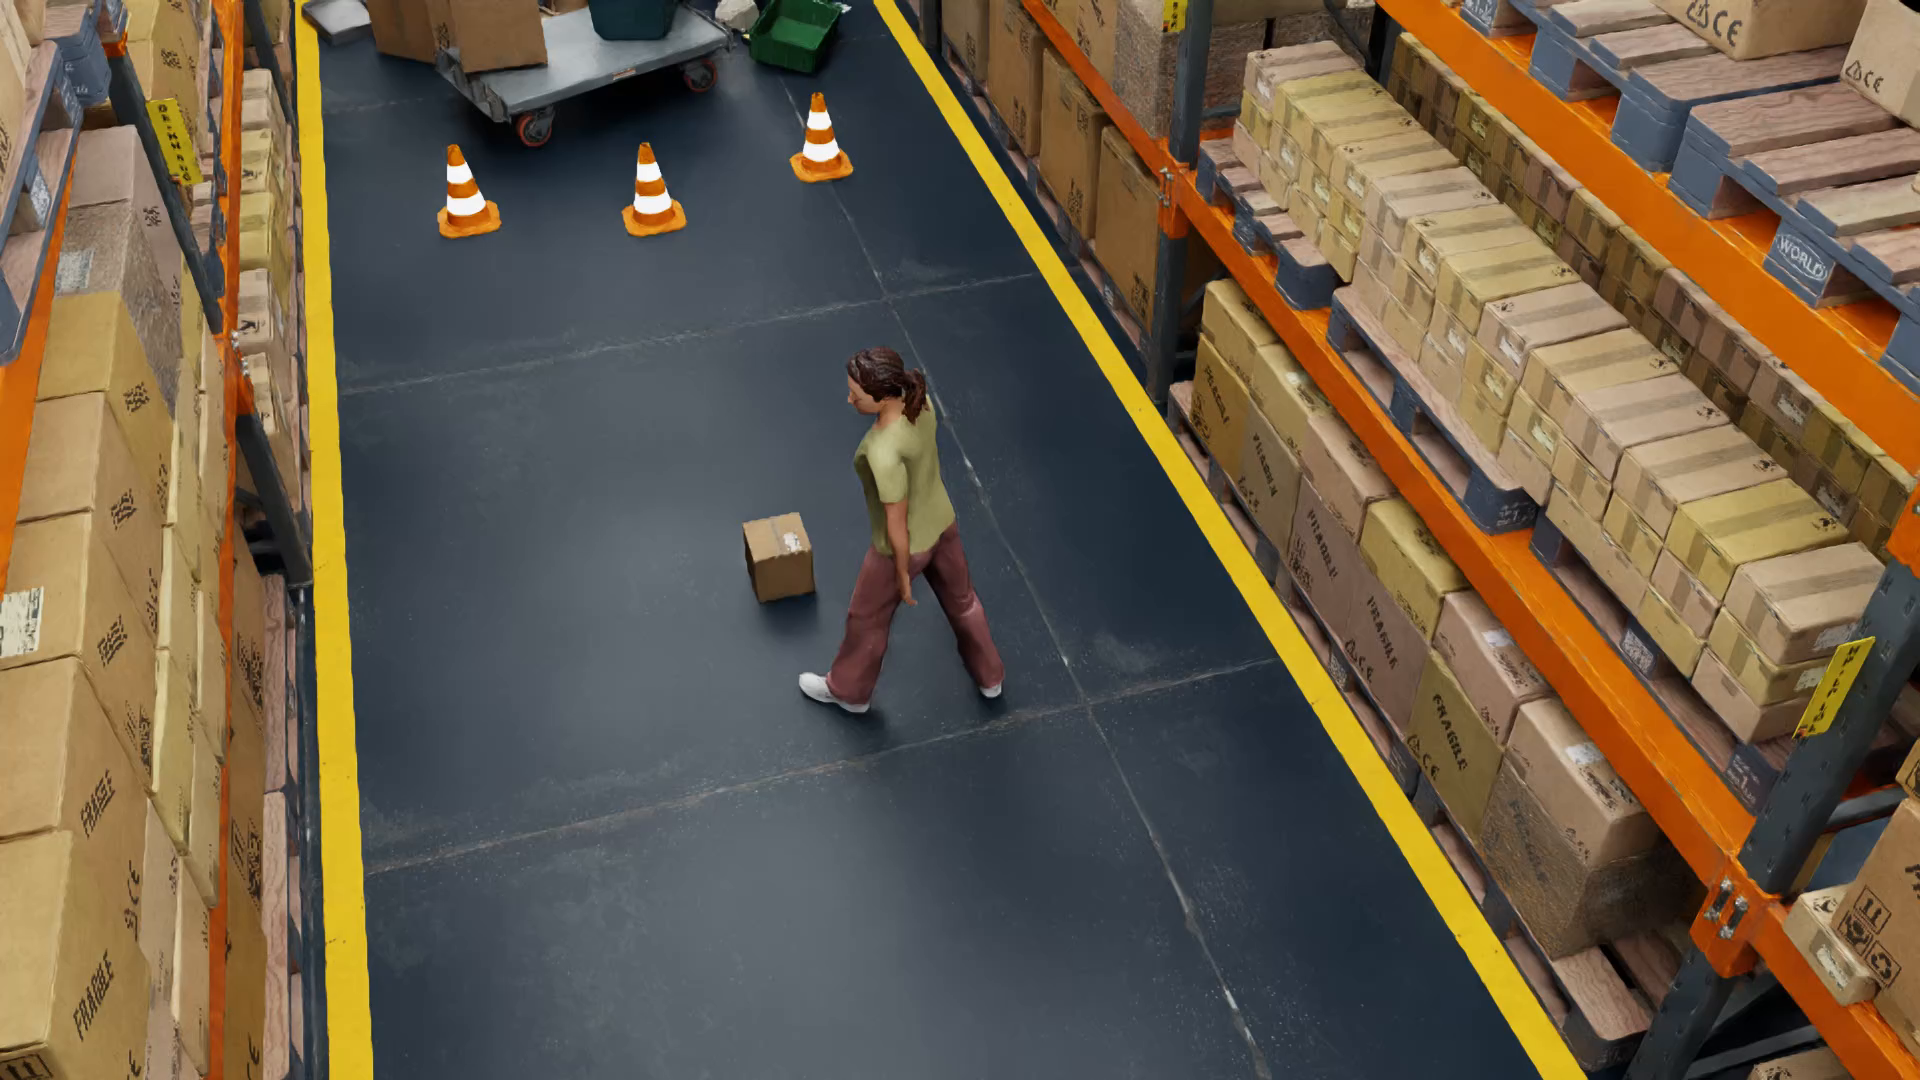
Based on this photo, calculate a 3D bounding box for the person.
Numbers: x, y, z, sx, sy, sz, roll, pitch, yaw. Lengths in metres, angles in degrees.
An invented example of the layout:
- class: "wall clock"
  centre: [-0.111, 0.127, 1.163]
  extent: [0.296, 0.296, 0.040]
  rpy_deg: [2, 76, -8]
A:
- class: "person"
  centre: [-0.200, -0.041, 6.222]
  extent: [0.747, 1.641, 0.603]
  rpy_deg: [20, 46, 20]
